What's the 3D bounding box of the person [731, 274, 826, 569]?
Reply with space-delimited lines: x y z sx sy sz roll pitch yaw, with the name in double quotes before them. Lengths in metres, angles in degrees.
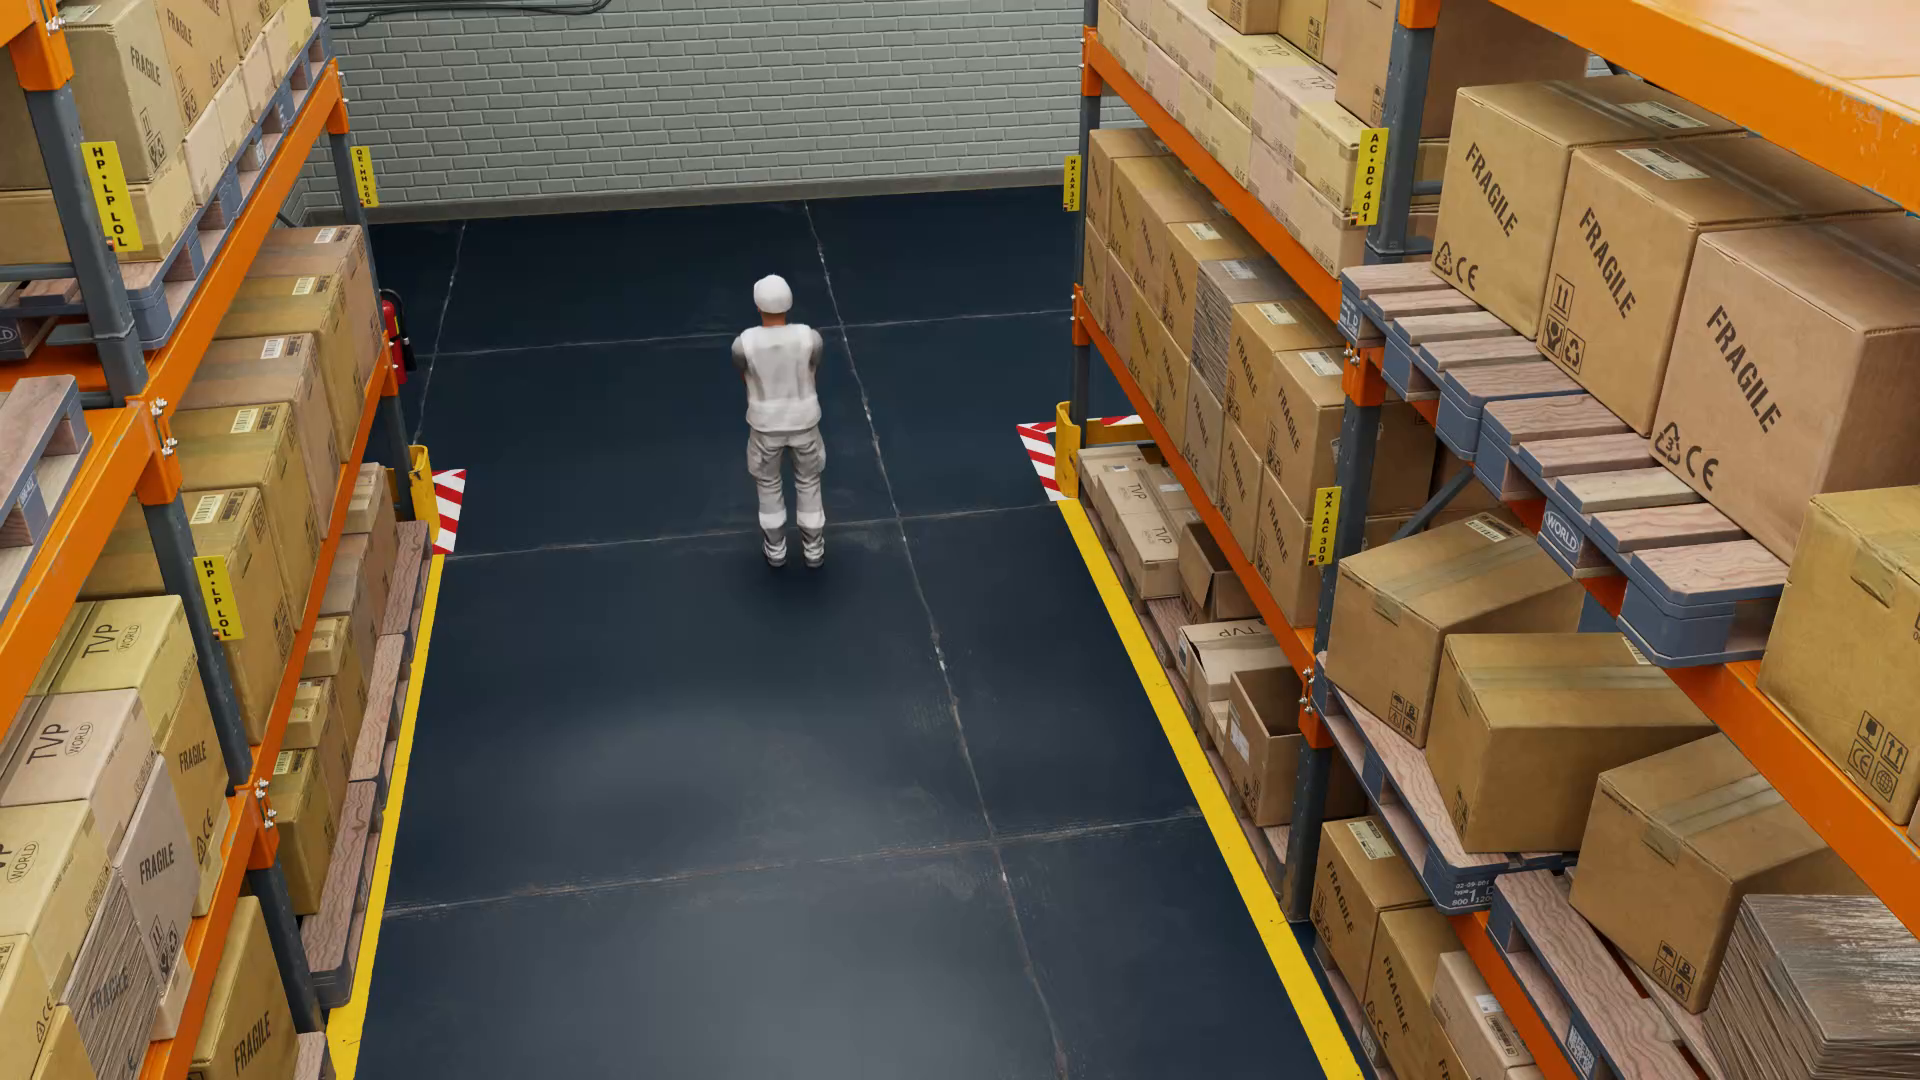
"person" -1.003 -0.691 9.295 0.494 1.784 0.554 -5 31 -8
